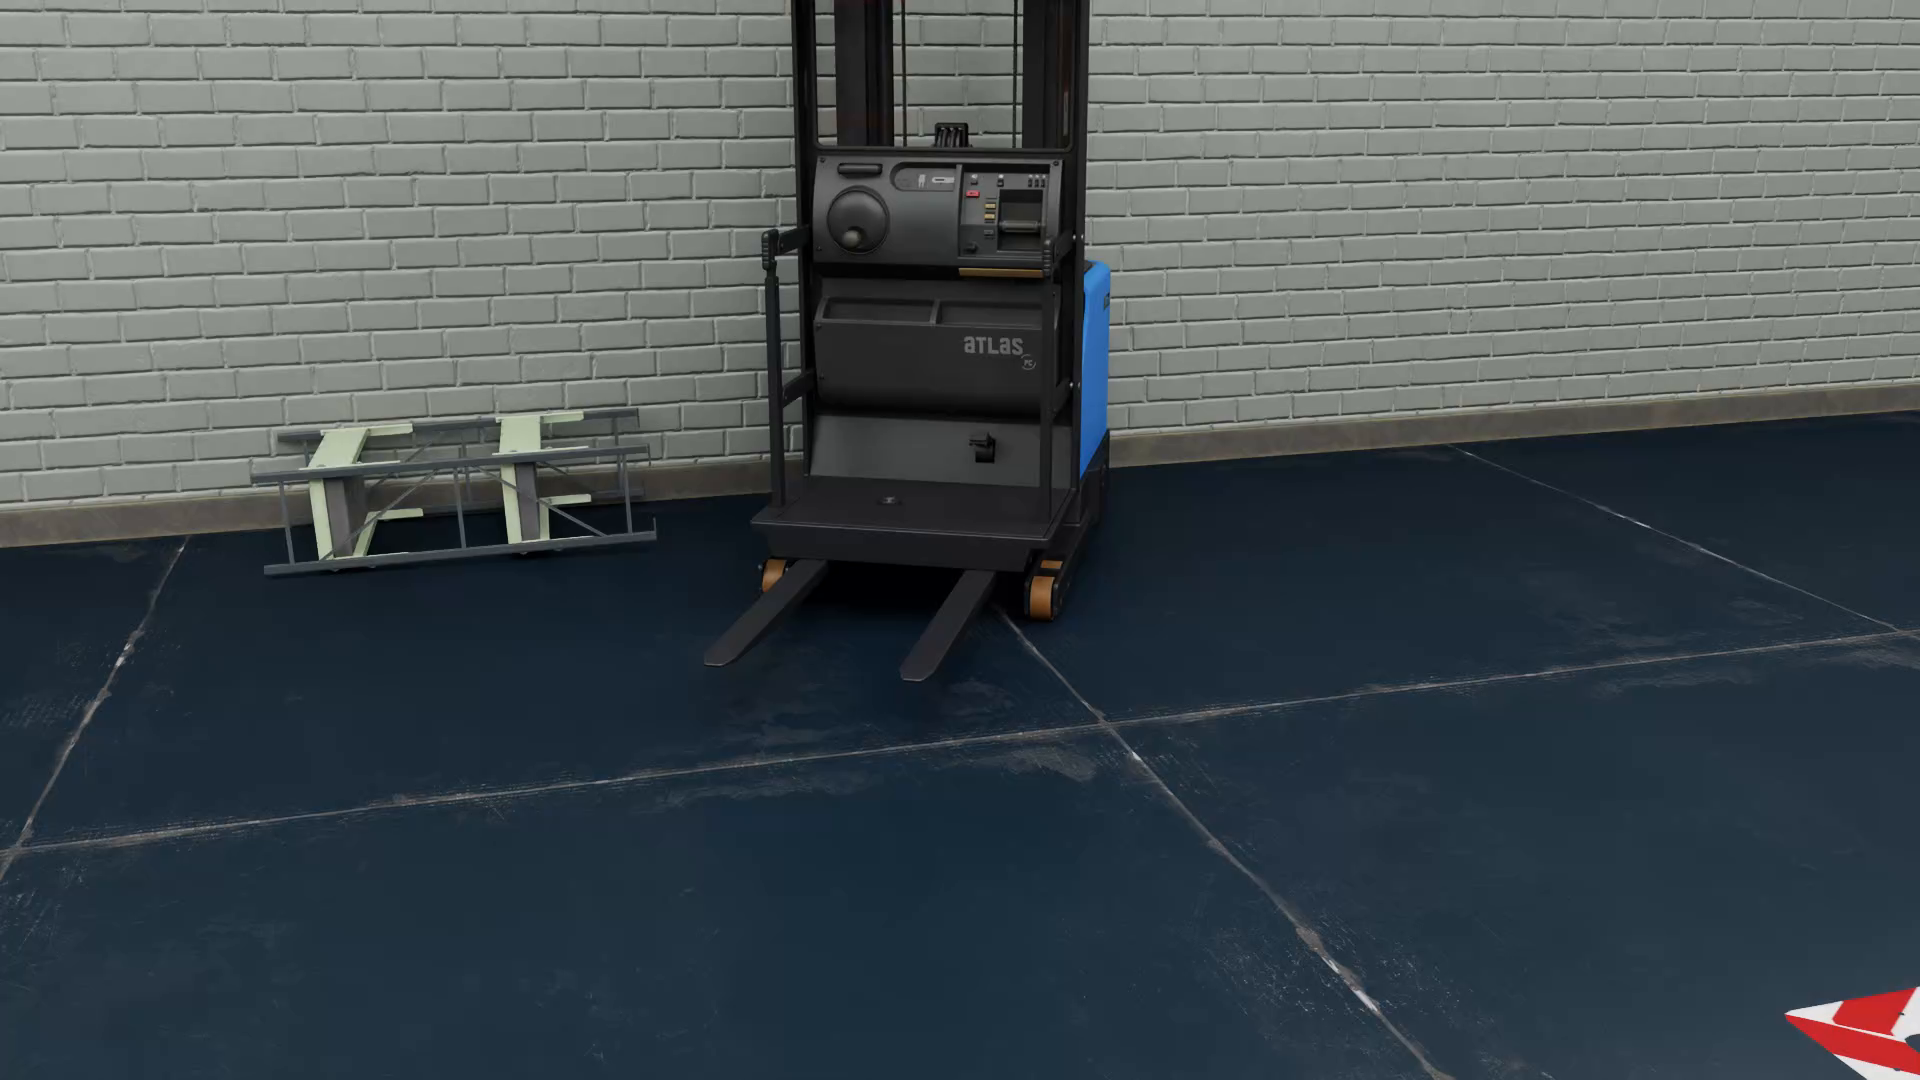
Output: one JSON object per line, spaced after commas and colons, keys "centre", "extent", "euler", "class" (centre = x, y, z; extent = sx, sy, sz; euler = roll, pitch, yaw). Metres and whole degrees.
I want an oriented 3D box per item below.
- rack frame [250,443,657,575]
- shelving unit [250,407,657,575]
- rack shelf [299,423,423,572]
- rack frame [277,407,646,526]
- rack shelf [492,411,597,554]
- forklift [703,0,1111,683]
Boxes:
{"centre": [-1.966, -0.126, 6.547], "extent": [1.500, 0.400, 0.023], "euler": [-5, 17, -13], "class": "rack frame"}
{"centre": [-2.055, -0.225, 6.889], "extent": [1.500, 0.431, 0.755], "euler": [-5, 17, -13], "class": "shelving unit"}
{"centre": [-2.433, -0.189, 6.801], "extent": [0.370, 0.431, 0.720], "euler": [-5, 17, -13], "class": "rack shelf"}
{"centre": [-2.143, -0.323, 7.230], "extent": [1.500, 0.400, 0.023], "euler": [-5, 17, -13], "class": "rack frame"}
{"centre": [-1.738, -0.254, 6.962], "extent": [0.370, 0.431, 0.720], "euler": [-5, 17, -13], "class": "rack shelf"}
{"centre": [-0.128, -1.228, 5.944], "extent": [1.130, 2.935, 3.031], "euler": [3, 17, 11], "class": "forklift"}
